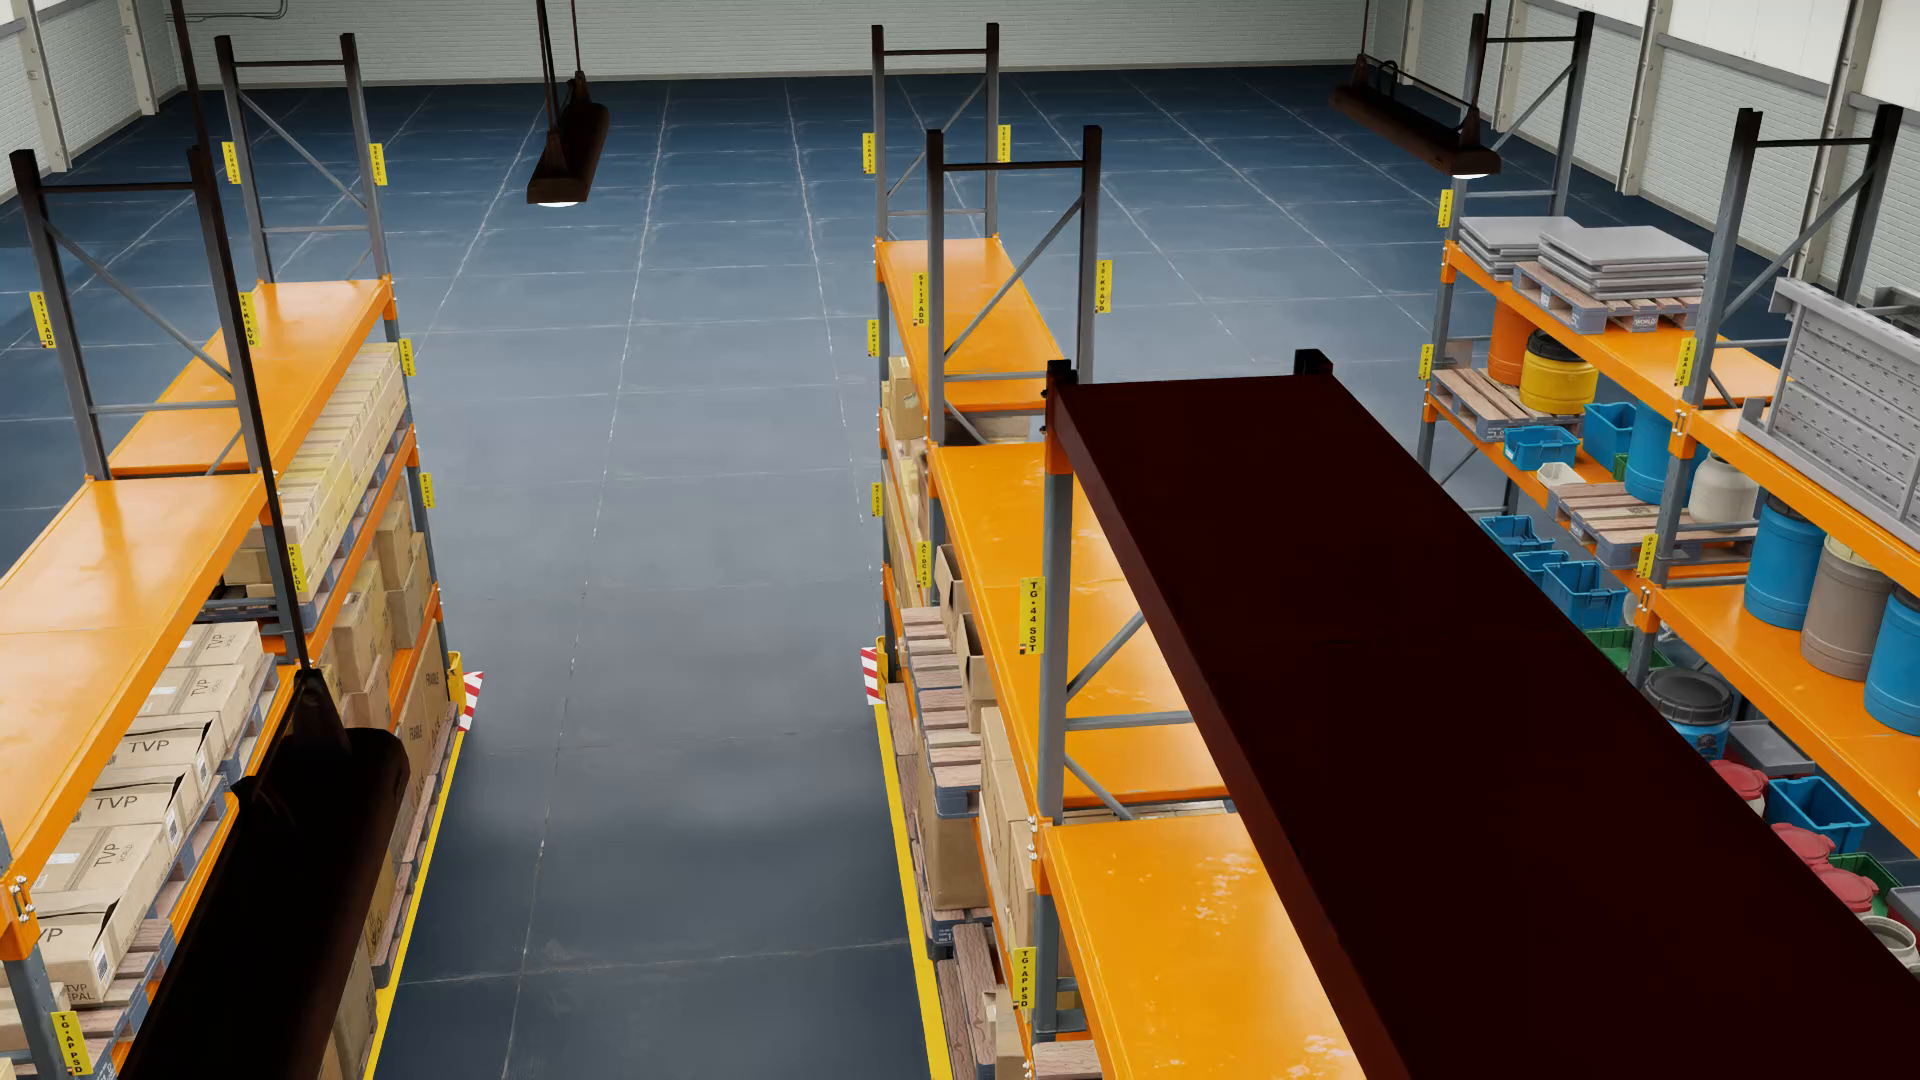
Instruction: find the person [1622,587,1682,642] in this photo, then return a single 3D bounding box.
[{"bbox_3d":[6.707,0.370,15.882,0.619,1.633,0.554,14,29,27],"label":"person"}]
